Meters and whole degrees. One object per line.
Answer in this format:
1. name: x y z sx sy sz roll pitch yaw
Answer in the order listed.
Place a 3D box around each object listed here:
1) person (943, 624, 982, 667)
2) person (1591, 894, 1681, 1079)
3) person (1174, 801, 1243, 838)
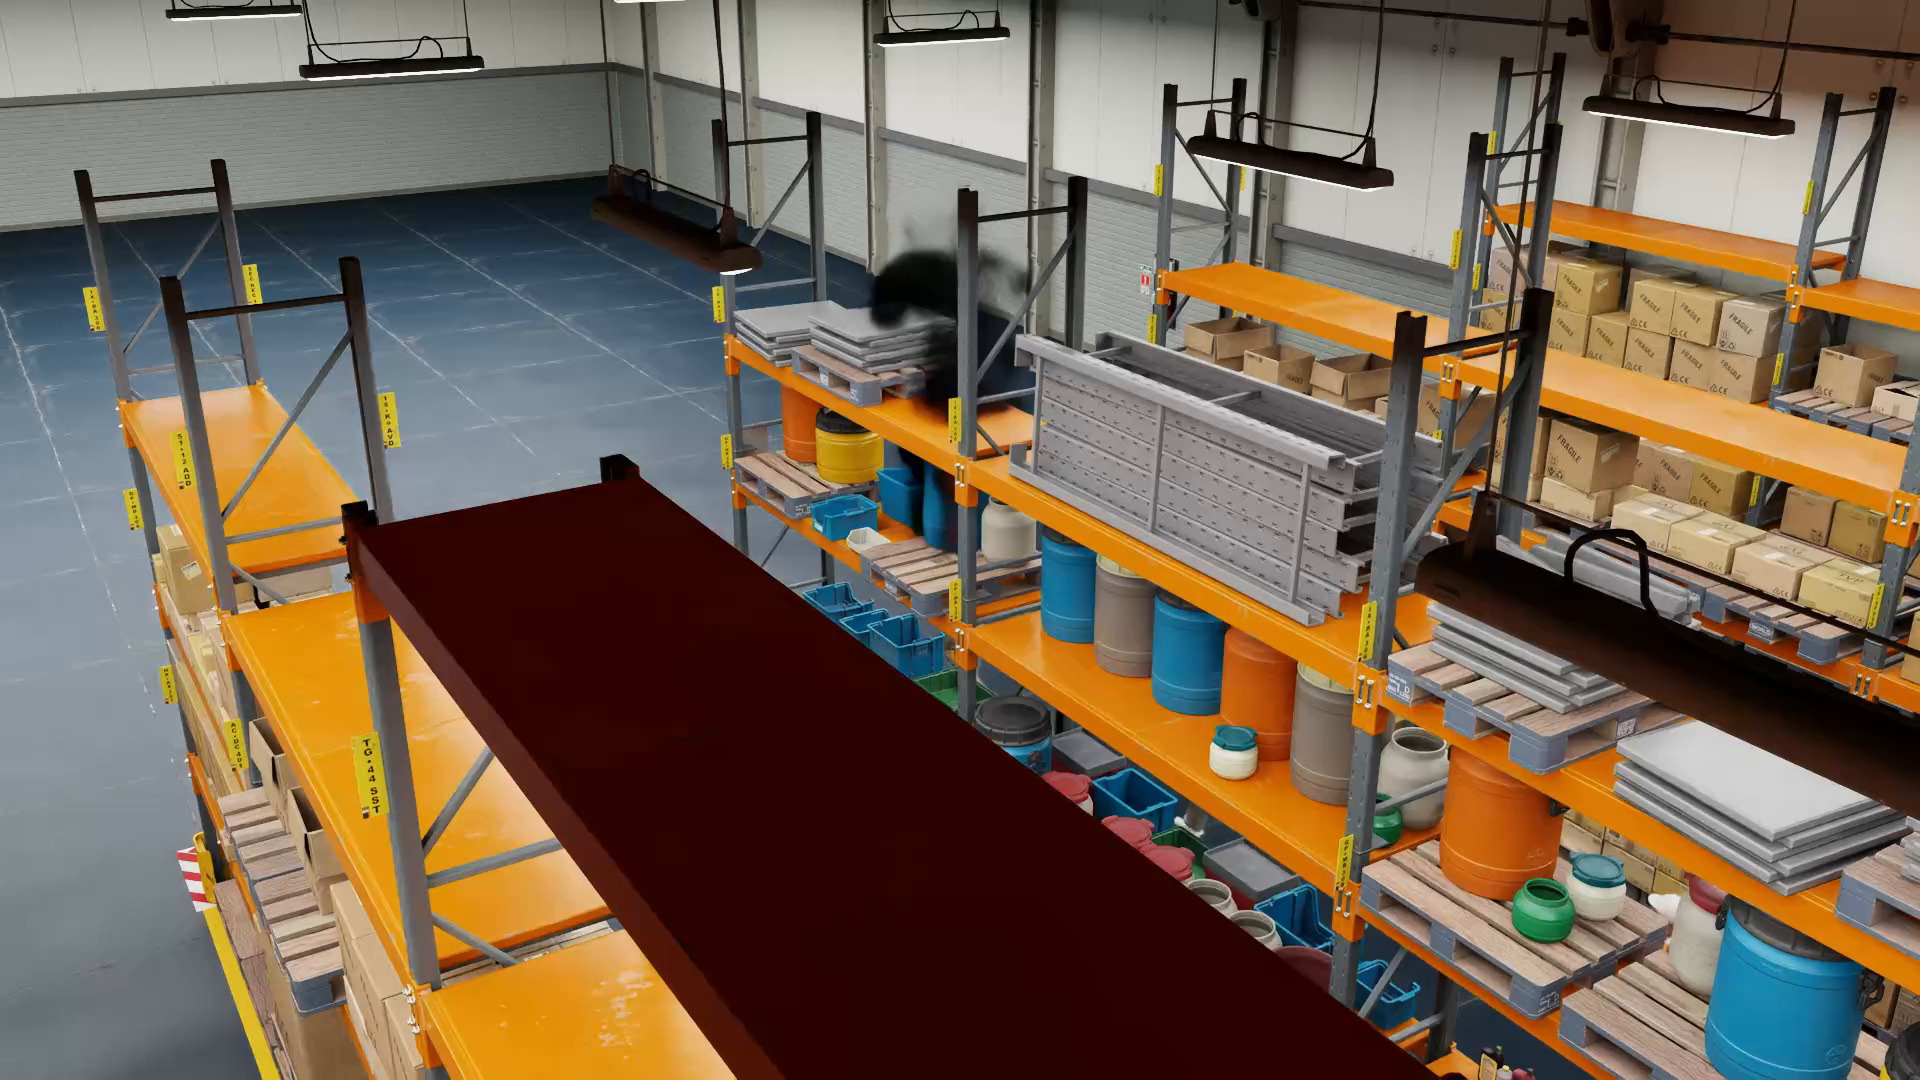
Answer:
1. person: 0.030 0.863 16.409 0.540 1.567 0.492 -13 25 -29
2. person: 4.632 3.161 11.086 0.642 1.833 0.893 -18 28 -38
3. person: 2.169 1.826 13.780 0.571 1.694 0.909 -18 28 -38
